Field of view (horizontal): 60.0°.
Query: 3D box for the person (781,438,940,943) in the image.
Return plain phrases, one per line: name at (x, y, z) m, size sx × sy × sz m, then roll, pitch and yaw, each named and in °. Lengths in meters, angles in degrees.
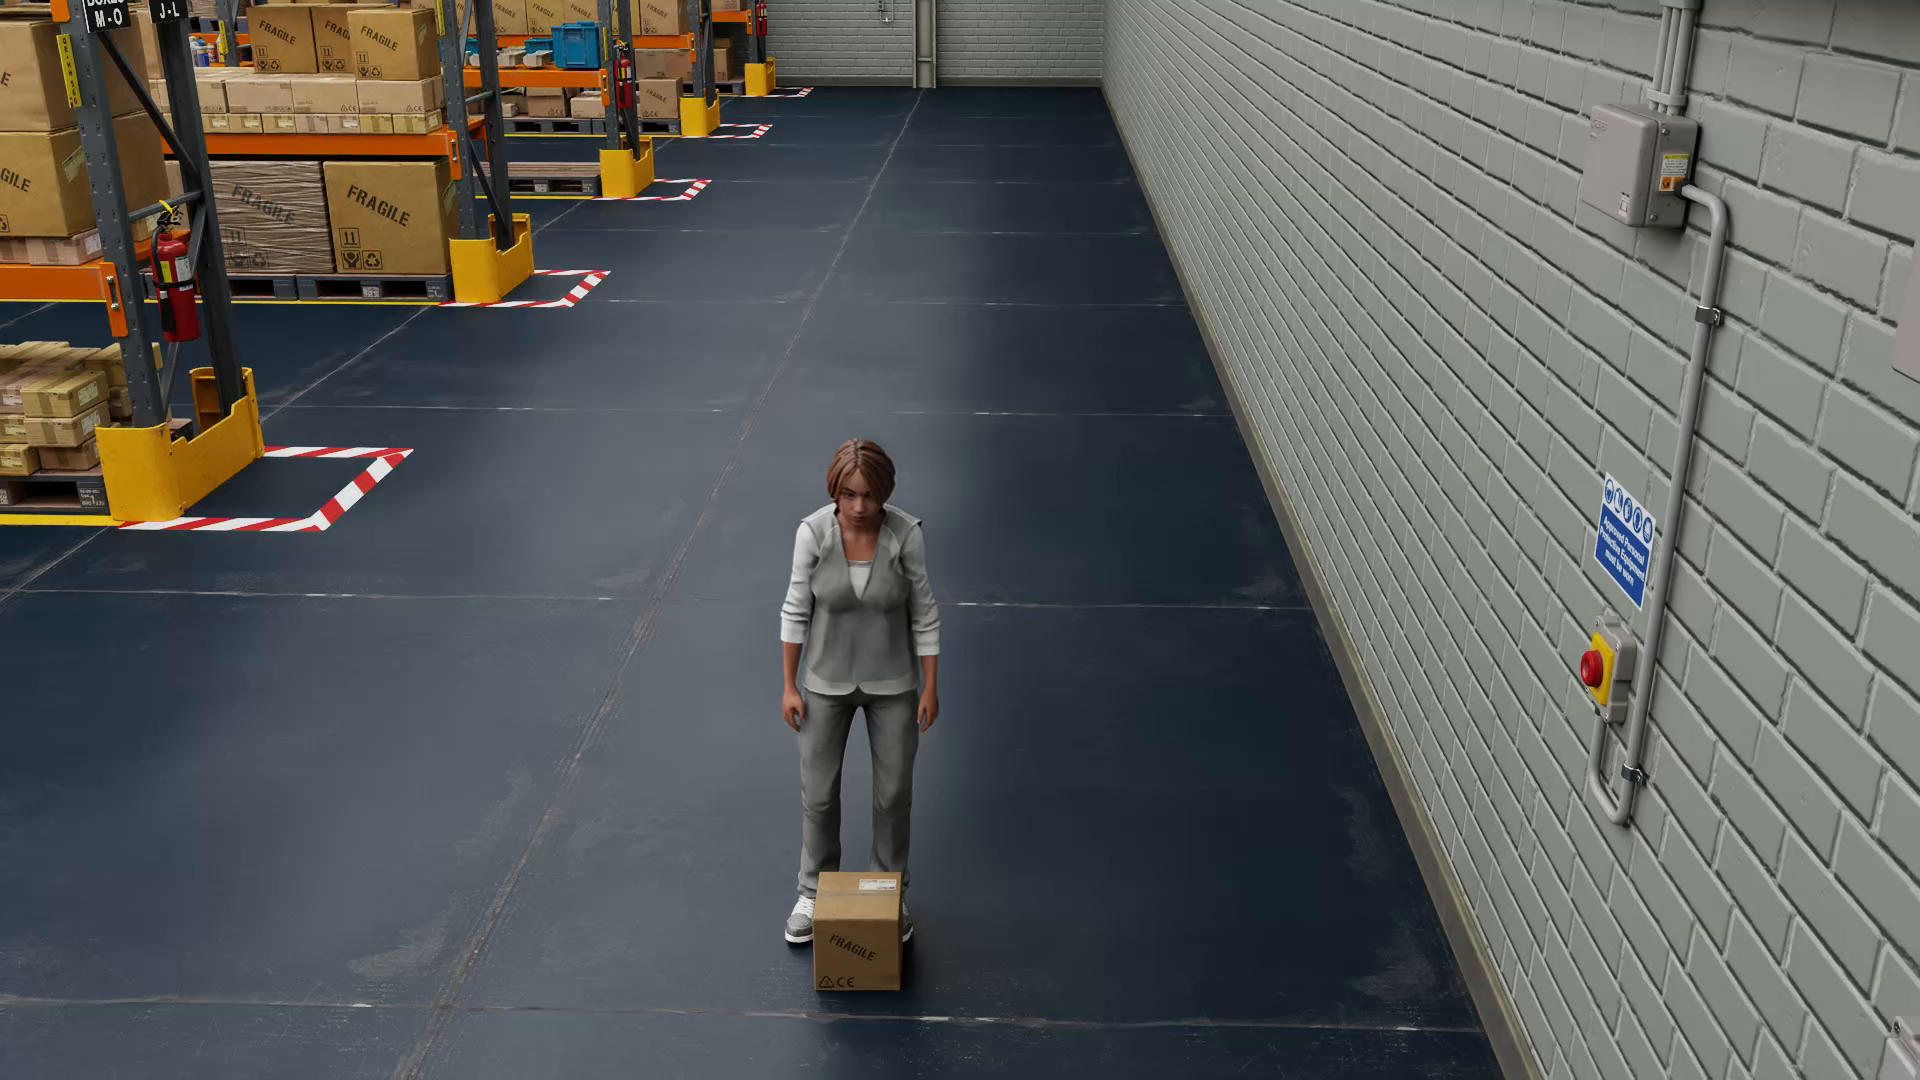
person at (-0.298, 0.448, 4.934) m, size 0.482 × 1.593 × 0.342 m, roll 0°, pitch 21°, yaw 0°
